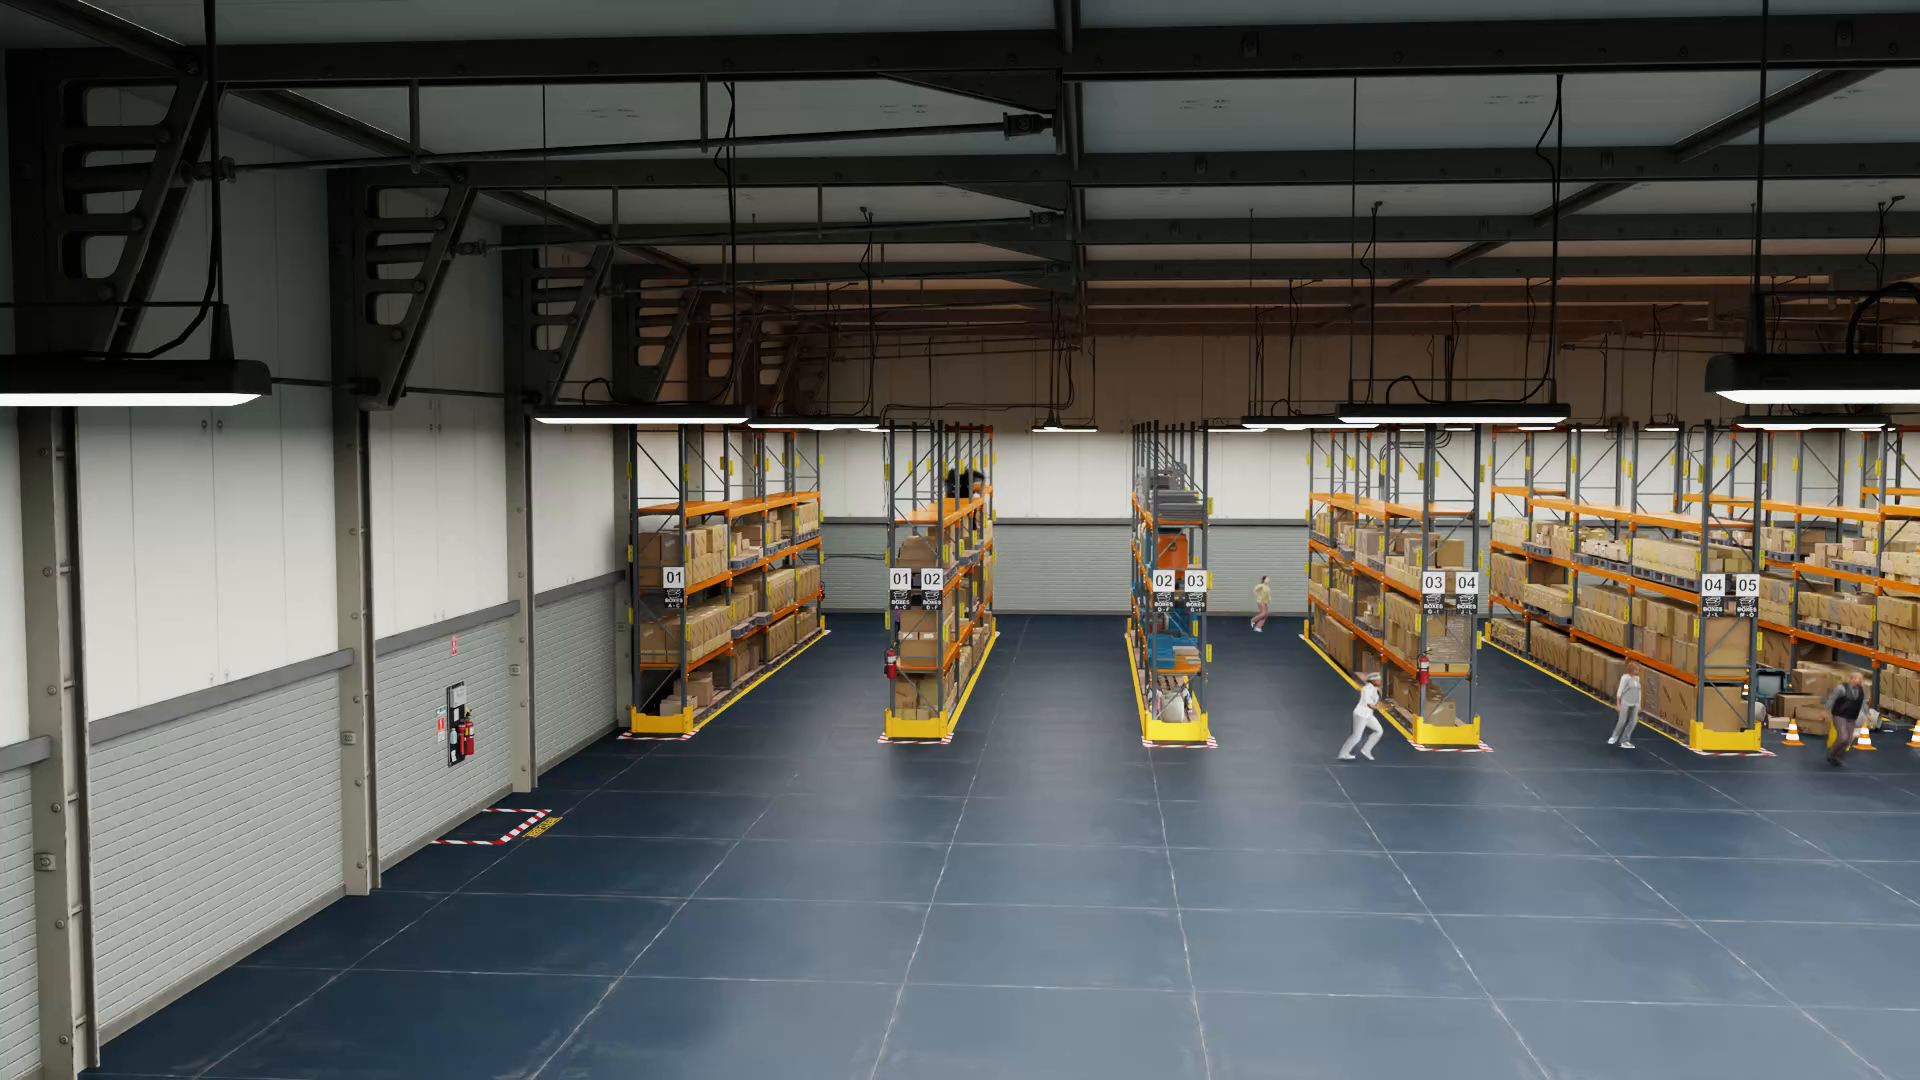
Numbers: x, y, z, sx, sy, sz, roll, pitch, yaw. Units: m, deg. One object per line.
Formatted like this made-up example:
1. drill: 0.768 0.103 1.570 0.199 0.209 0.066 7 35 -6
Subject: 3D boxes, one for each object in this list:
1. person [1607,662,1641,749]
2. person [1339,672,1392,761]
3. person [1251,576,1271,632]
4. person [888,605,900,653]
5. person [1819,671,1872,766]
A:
1. person: 12.140 3.012 30.358 0.545 1.572 0.450 -1 4 -17
2. person: 7.108 3.080 29.097 0.916 1.610 0.578 2 4 30
3. person: 8.867 1.854 48.704 0.636 1.630 0.532 -3 5 -44
4. person: -1.637 2.158 43.861 0.541 1.606 0.733 1 4 9
5. person: 15.288 3.077 28.648 0.655 1.685 0.652 -1 4 -14
